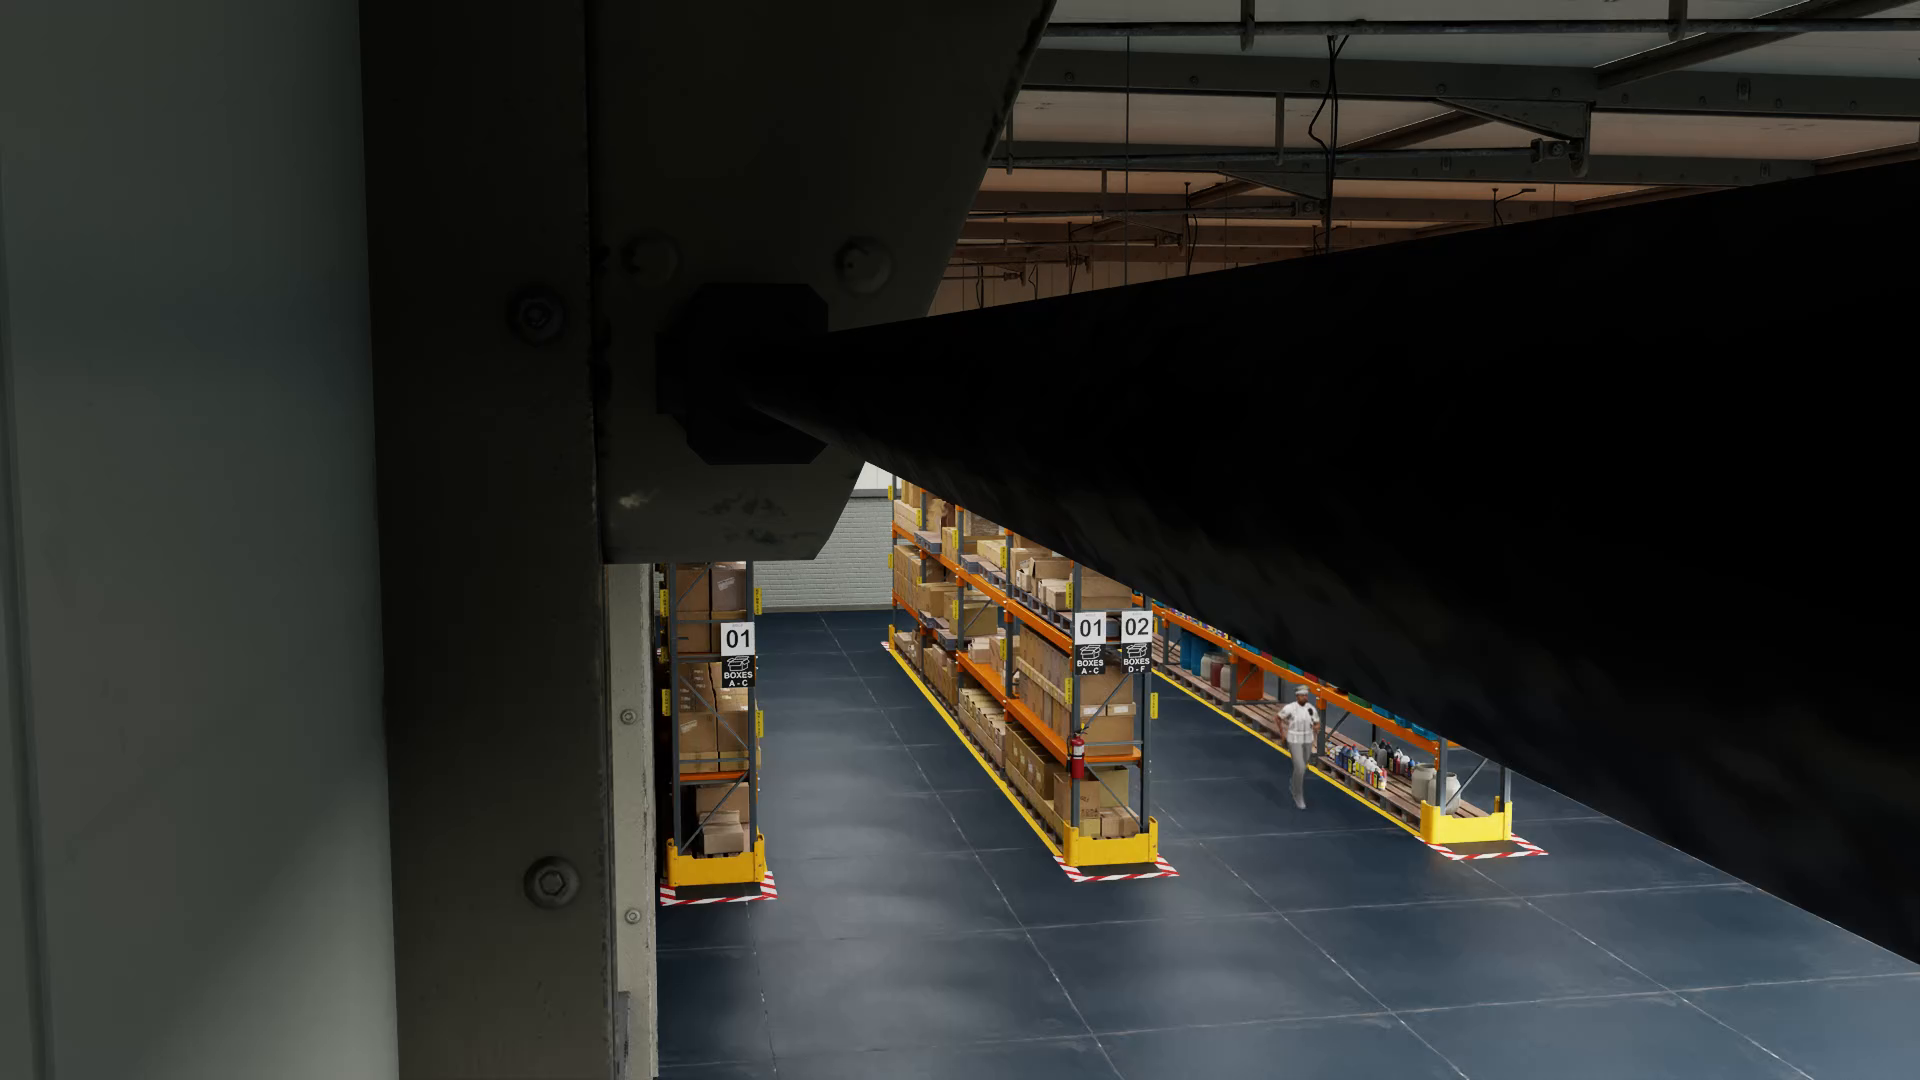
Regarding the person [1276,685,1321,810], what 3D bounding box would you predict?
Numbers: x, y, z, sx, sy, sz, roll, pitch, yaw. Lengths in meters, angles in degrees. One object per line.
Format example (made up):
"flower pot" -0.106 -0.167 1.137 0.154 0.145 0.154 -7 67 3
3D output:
"person" 4.847 2.925 23.753 0.547 1.756 0.777 -2 6 -16
